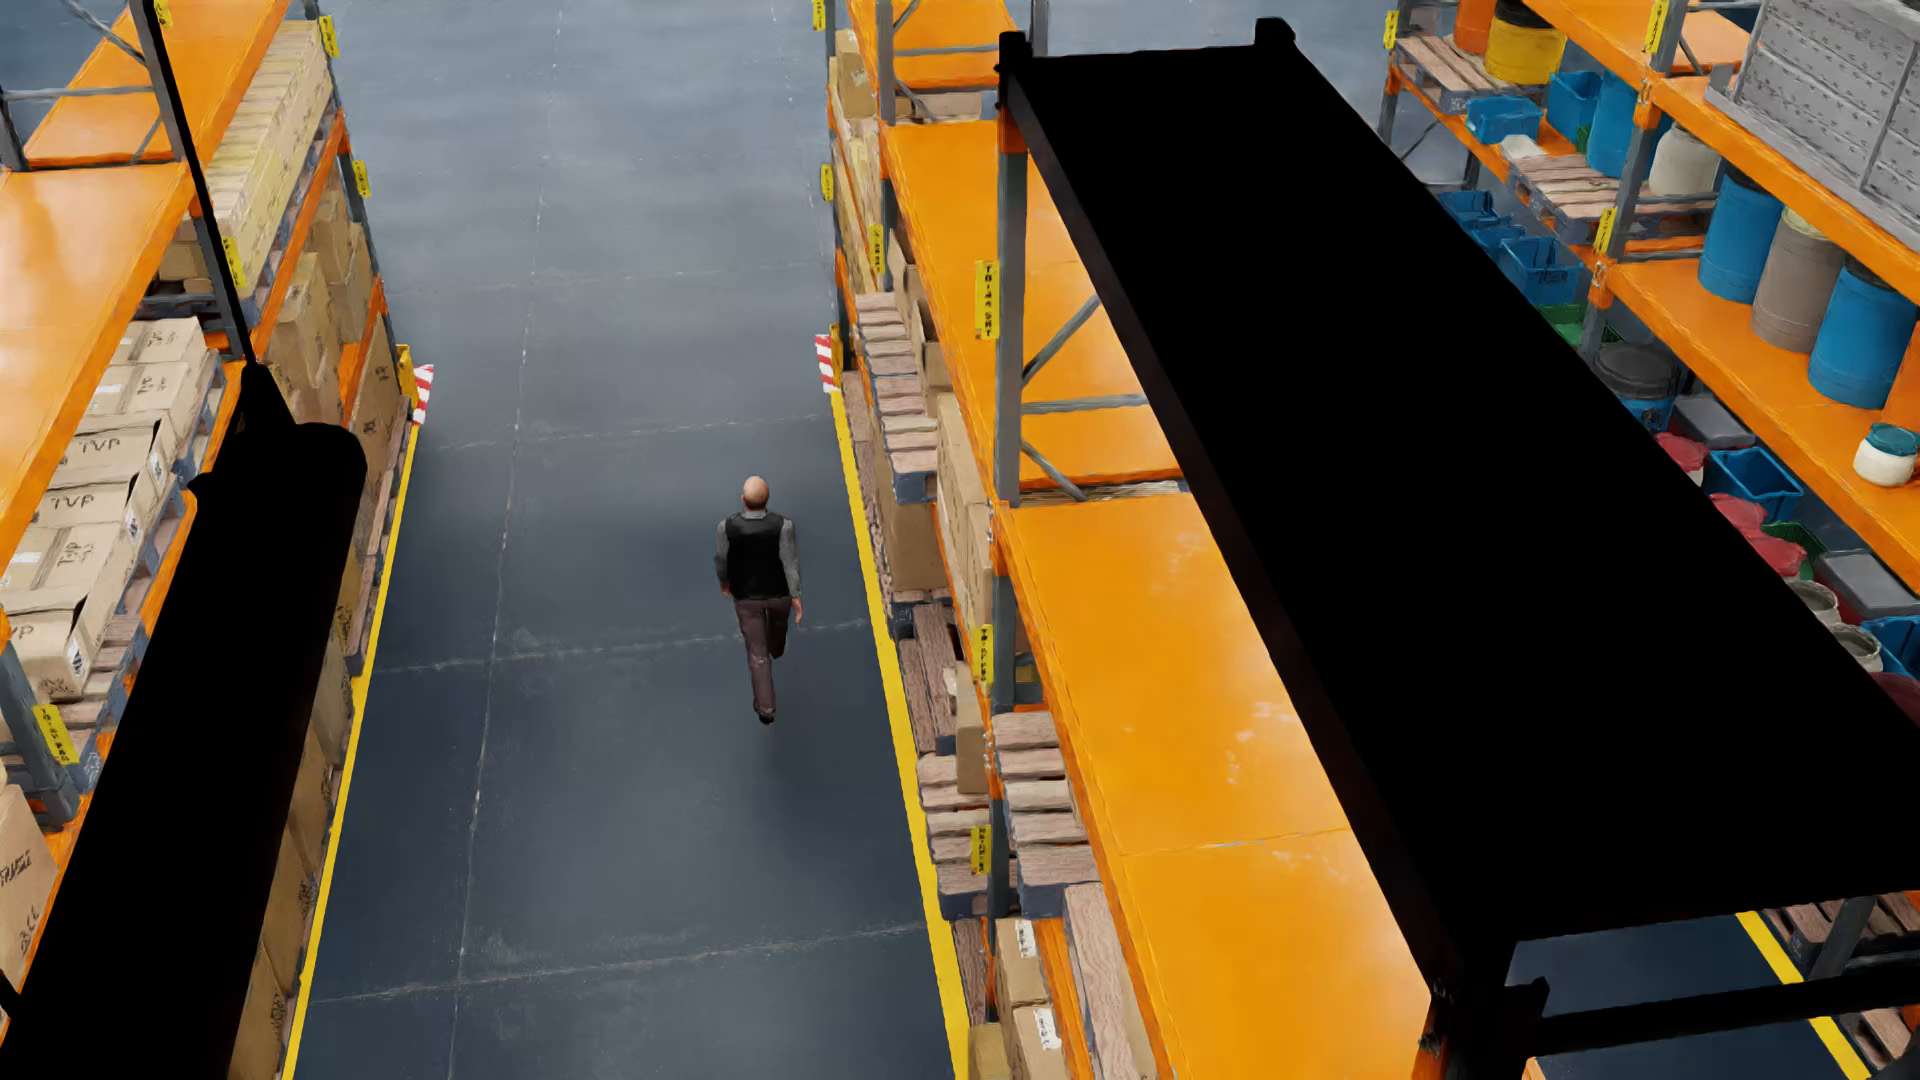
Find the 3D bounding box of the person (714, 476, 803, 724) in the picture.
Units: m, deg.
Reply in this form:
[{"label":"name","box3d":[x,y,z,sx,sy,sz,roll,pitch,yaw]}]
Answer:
[{"label":"person","box3d":[-1.349,0.310,11.152,0.555,1.668,1.024,-6,37,-8]}]
